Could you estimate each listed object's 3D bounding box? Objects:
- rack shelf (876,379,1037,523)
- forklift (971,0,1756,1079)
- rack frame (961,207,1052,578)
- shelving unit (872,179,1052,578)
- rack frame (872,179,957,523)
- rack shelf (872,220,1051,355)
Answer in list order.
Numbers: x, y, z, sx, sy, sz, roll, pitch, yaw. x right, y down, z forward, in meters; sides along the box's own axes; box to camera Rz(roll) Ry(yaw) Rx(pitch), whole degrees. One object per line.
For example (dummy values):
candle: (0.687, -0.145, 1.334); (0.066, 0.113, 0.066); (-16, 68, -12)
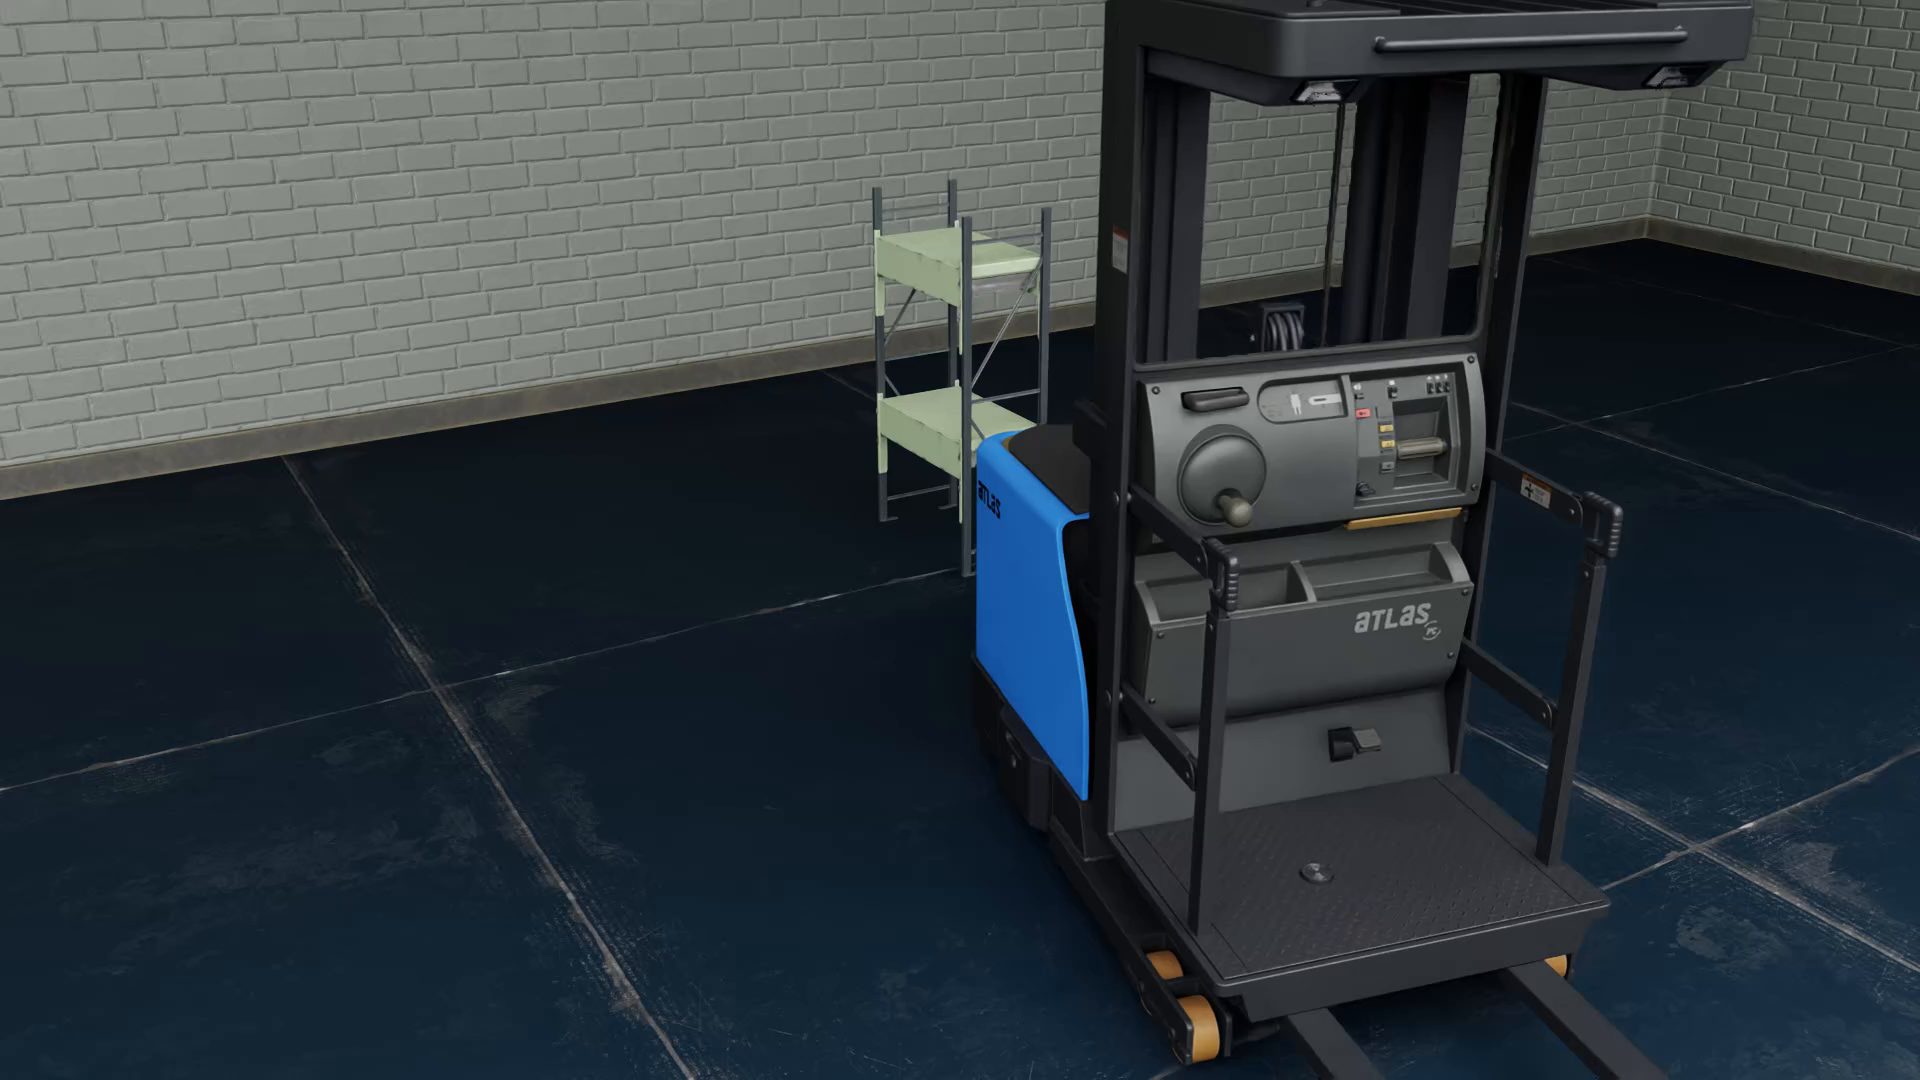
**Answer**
rack shelf: (-0.003, -0.395, 7.157); (0.431, 0.370, 0.720); (-13, 25, -28)
forklift: (0.968, -0.230, 3.985); (1.130, 2.935, 3.031); (-7, 23, -16)
rack frame: (0.184, -0.578, 6.743); (0.400, 1.500, 0.023); (-13, 25, -28)
shelving unit: (-0.003, -0.697, 7.034); (0.431, 1.500, 0.755); (-13, 25, -28)
rack frame: (-0.190, -0.815, 7.326); (0.400, 1.500, 0.023); (-13, 25, -28)
rack shelf: (-0.003, -1.058, 6.887); (0.431, 0.370, 0.720); (-13, 25, -28)
